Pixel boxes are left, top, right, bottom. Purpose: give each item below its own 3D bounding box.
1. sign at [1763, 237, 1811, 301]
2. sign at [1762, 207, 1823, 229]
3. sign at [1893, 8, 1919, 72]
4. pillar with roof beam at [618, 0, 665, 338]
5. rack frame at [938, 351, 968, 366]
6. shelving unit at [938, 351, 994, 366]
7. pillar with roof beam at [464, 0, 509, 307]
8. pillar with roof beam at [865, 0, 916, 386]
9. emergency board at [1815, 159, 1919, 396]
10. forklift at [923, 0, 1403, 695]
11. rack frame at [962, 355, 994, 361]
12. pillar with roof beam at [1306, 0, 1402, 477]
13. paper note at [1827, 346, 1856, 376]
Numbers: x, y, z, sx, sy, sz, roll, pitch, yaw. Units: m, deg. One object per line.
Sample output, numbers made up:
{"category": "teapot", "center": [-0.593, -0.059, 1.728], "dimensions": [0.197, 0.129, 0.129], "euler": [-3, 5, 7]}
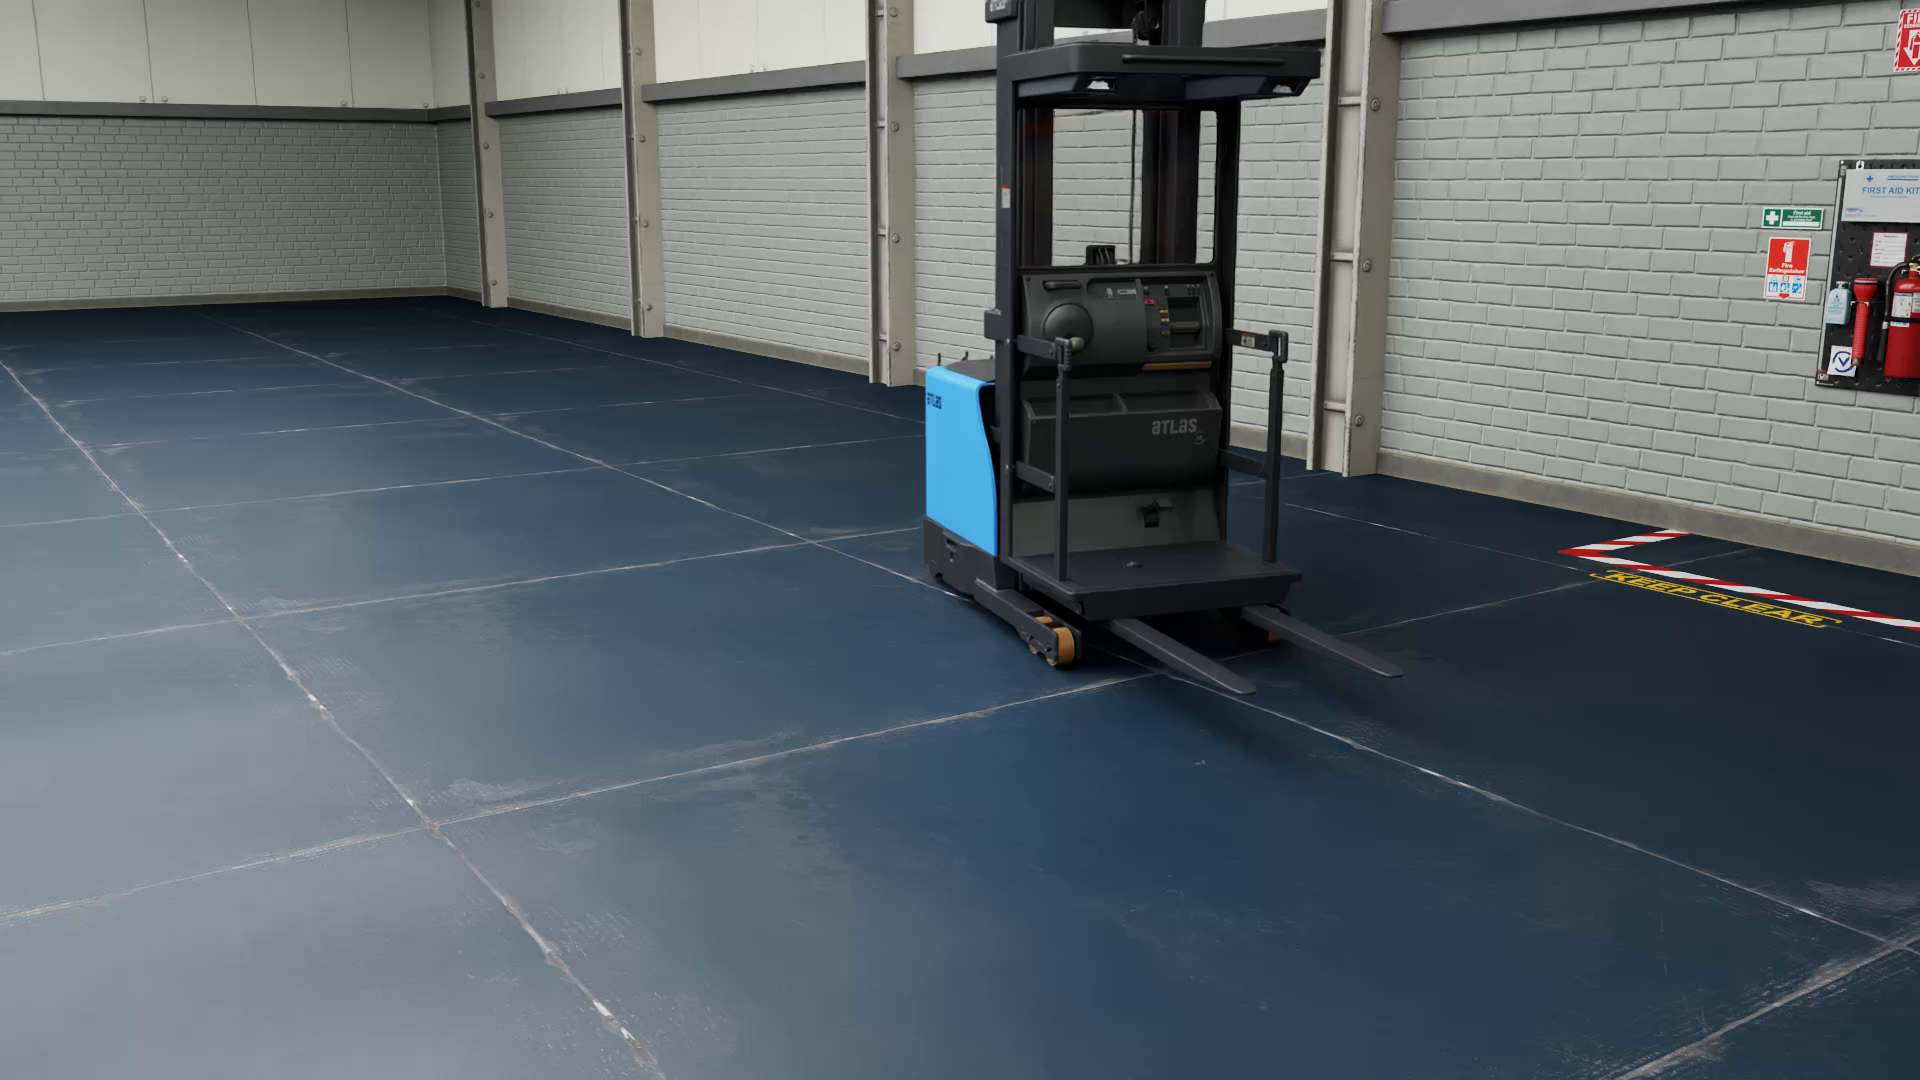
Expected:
{"category": "sign", "center": [4.425, -1.452, 8.898], "dimensions": [0.001, 0.329, 0.234], "euler": [-8, 15, -33]}
{"category": "sign", "center": [4.420, -1.709, 8.833], "dimensions": [0.001, 0.109, 0.331], "euler": [-8, 15, -33]}
{"category": "sign", "center": [4.724, -2.470, 8.210], "dimensions": [0.001, 0.298, 0.199], "euler": [-8, 15, -33]}
{"category": "pillar with roof beam", "center": [-7.574, -6.503, 18.034], "dimensions": [9.100, 9.000, 0.400], "euler": [-8, 15, -33]}
{"category": "rack frame", "center": [-0.038, -0.525, 9.305], "dimensions": [0.200, 1.050, 0.008], "euler": [-8, 15, -33]}
{"category": "shelving unit", "center": [0.030, -0.503, 9.206], "dimensions": [0.215, 1.050, 0.252], "euler": [-8, 15, -33]}
{"category": "pillar with roof beam", "center": [-10.898, -7.570, 22.914], "dimensions": [9.100, 9.000, 0.400], "euler": [-8, 15, -33]}
{"category": "pillar with roof beam", "center": [-4.250, -5.436, 13.154], "dimensions": [9.100, 9.000, 0.400], "euler": [-8, 15, -33]}
{"category": "emergency board", "center": [4.645, -1.324, 8.397], "dimensions": [0.194, 1.169, 0.643], "euler": [-8, 15, -33]}
{"category": "forklift", "center": [0.791, -1.002, 7.081], "dimensions": [1.130, 2.935, 3.031], "euler": [-4, 13, -19]}
{"category": "rack frame", "center": [0.097, -0.482, 9.107], "dimensions": [0.200, 1.050, 0.008], "euler": [-8, 15, -33]}
{"category": "pillar with roof beam", "center": [-0.925, -4.369, 8.275], "dimensions": [9.100, 9.000, 0.400], "euler": [-8, 15, -33]}
{"category": "paper note", "center": [4.605, -0.934, 8.672], "dimensions": [0.016, 0.148, 0.142], "euler": [-8, 15, -33]}
